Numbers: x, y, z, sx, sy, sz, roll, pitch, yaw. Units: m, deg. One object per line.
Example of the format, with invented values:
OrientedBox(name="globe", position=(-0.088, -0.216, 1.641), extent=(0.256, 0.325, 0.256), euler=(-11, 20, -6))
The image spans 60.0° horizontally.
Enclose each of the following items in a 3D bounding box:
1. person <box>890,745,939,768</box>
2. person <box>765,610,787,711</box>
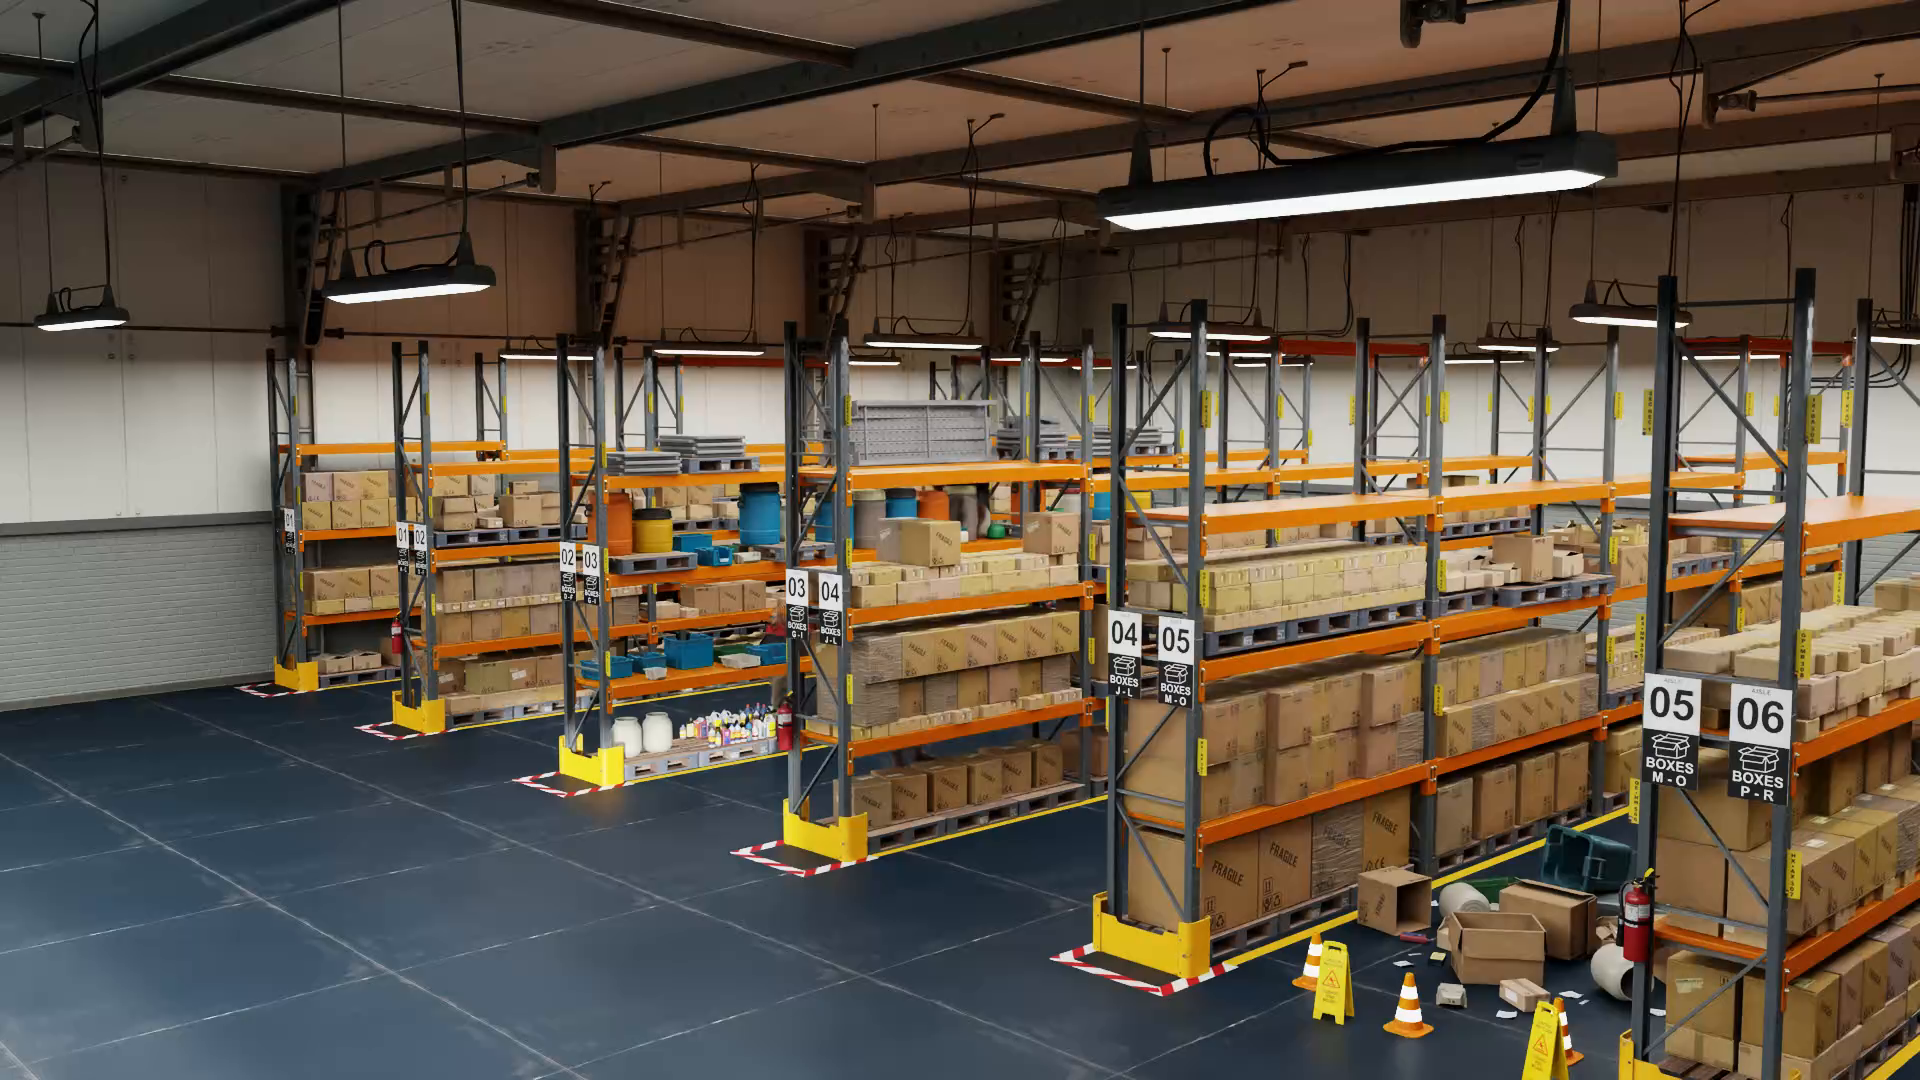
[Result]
OrientedBox(name="person", position=(-0.653, 2.511, 21.852), extent=(0.915, 1.515, 0.667), euler=(-5, 7, -44))
OrientedBox(name="person", position=(-2.881, 1.982, 26.917), extent=(0.647, 1.719, 0.950), euler=(4, 6, 39))
